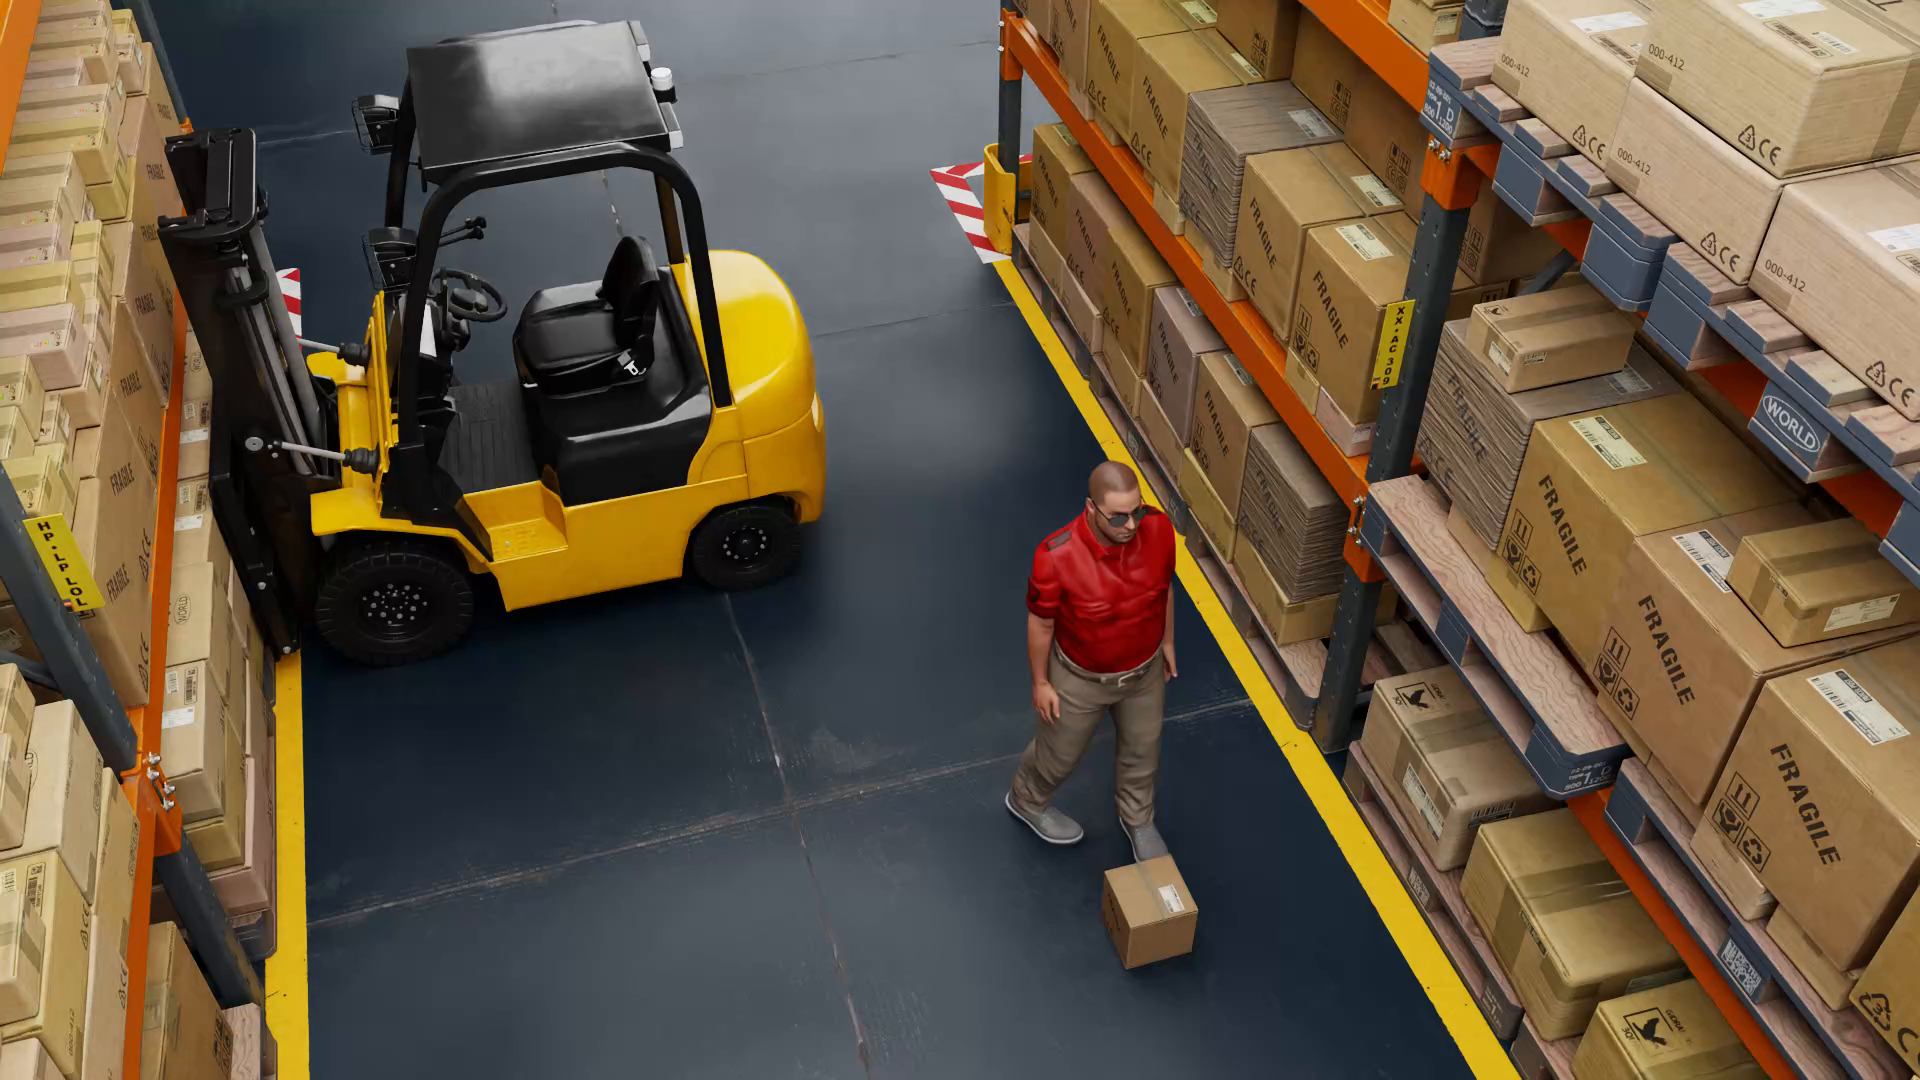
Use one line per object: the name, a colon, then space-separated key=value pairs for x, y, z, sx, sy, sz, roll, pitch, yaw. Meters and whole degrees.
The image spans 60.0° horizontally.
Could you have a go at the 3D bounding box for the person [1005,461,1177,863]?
person: x=0.521 y=0.467 z=5.657 sx=0.559 sy=1.740 sz=0.578 roll=-18 pitch=45 yaw=-19
